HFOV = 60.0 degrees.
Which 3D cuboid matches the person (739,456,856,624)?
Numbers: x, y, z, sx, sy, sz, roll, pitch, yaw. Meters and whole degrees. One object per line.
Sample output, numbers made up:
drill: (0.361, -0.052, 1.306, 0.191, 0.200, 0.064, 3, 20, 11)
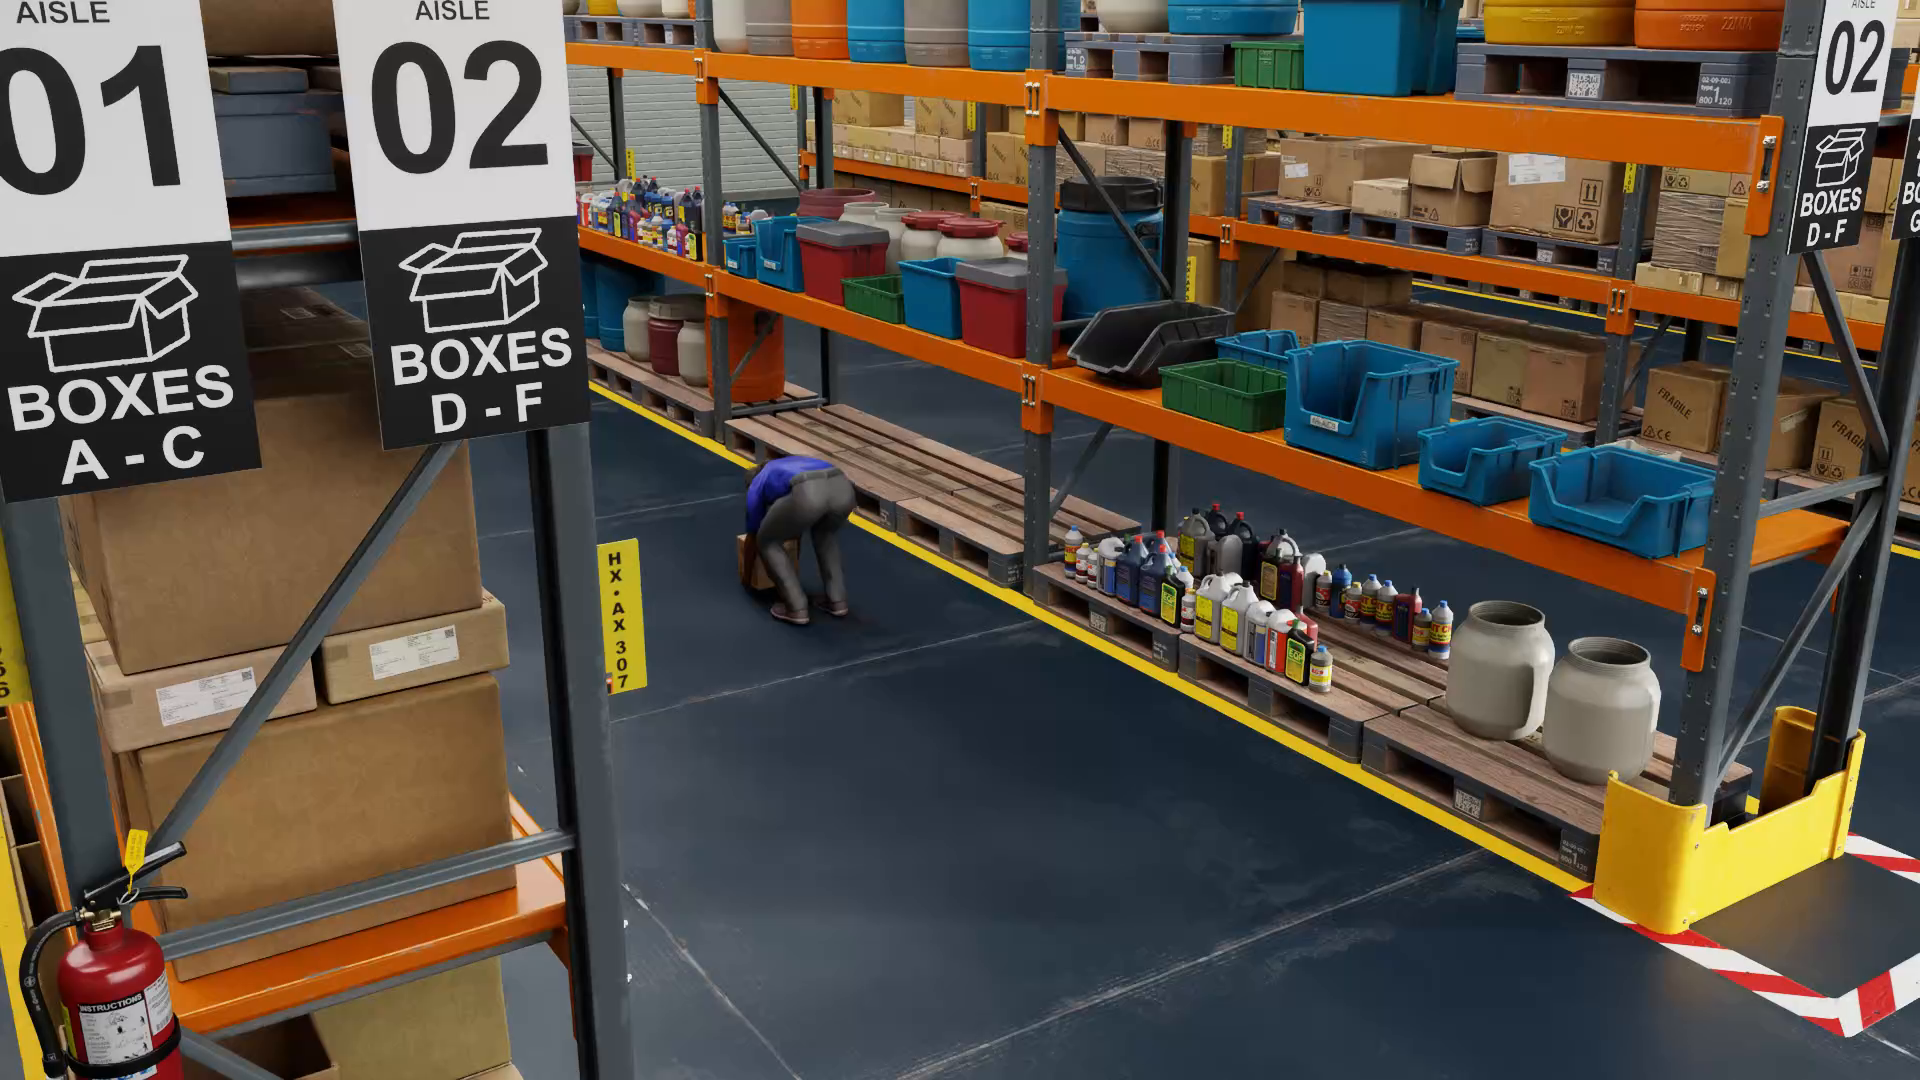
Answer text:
person: (-0.904, -0.046, 8.979, 0.465, 0.864, 0.866, -13, 22, -34)
